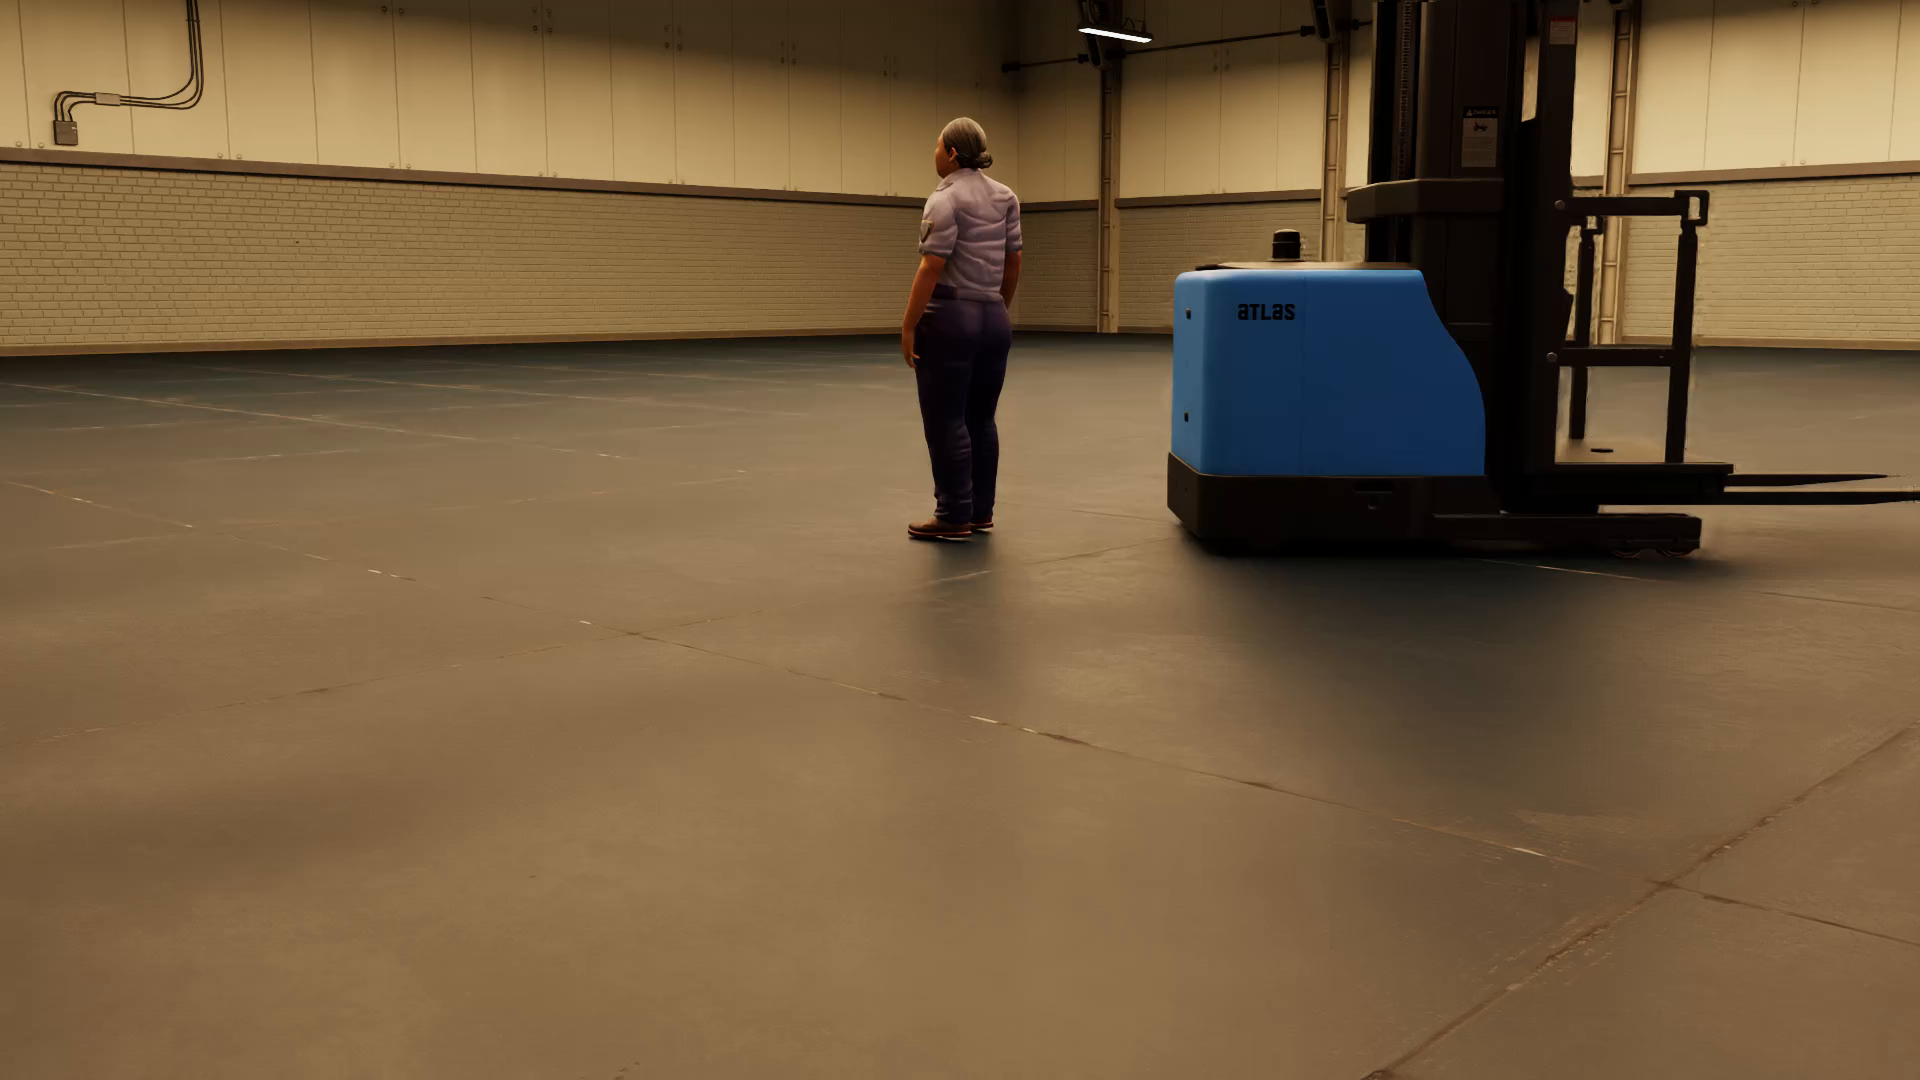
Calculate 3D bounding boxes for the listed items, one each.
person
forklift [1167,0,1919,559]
[{"bbox_3d":[-0.049,-0.833,6.672,0.502,1.651,0.598,8,12,43],"label":"person"},{"bbox_3d":[2.413,-1.459,6.562,3.031,2.935,1.130,0,9,0],"label":"forklift"}]
